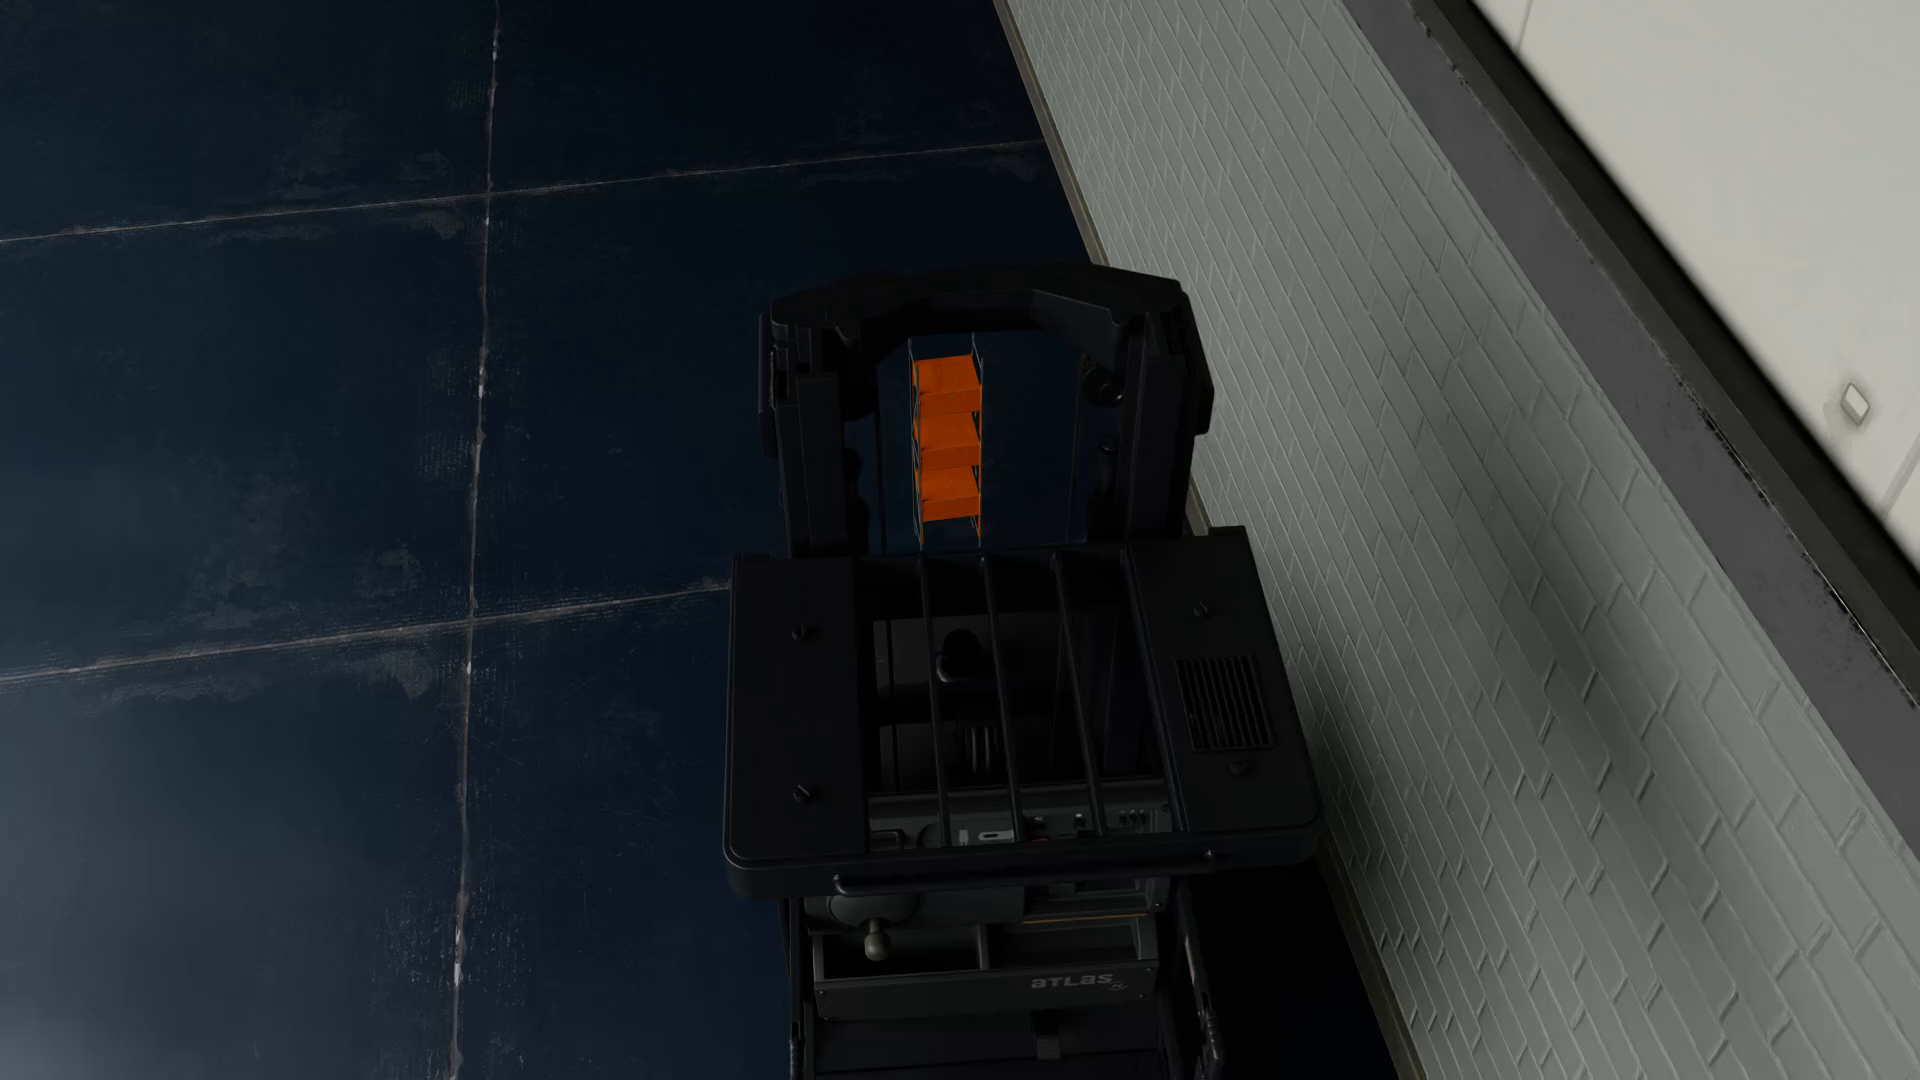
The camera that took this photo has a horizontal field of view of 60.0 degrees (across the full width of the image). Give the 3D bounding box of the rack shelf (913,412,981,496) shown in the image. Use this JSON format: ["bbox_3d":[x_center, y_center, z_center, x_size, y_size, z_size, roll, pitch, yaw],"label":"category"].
[{"bbox_3d":[-0.053,-0.350,6.566,0.240,0.259,0.215,-7,46,-7],"label":"rack shelf"}]

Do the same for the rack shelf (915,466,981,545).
[{"bbox_3d":[-0.053,-0.158,6.767,0.240,0.259,0.215,-7,46,-7],"label":"rack shelf"}]

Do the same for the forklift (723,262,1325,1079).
[{"bbox_3d":[0.088,0.931,4.010,1.130,2.935,3.031,-3,46,-3],"label":"forklift"}]

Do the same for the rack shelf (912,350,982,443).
[{"bbox_3d":[-0.053,-0.547,6.362,0.240,0.259,0.215,-7,46,-7],"label":"rack shelf"}]

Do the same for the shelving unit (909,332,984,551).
[{"bbox_3d":[-0.053,-0.358,6.559,0.252,1.050,0.215,-7,46,-7],"label":"shelving unit"}]

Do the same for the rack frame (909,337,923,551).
[{"bbox_3d":[-0.173,-0.343,6.544,0.008,1.050,0.200,-7,46,-7],"label":"rack frame"}]

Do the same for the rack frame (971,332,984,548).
[{"bbox_3d":[0.067,-0.373,6.573,0.008,1.050,0.200,-7,46,-7],"label":"rack frame"}]
